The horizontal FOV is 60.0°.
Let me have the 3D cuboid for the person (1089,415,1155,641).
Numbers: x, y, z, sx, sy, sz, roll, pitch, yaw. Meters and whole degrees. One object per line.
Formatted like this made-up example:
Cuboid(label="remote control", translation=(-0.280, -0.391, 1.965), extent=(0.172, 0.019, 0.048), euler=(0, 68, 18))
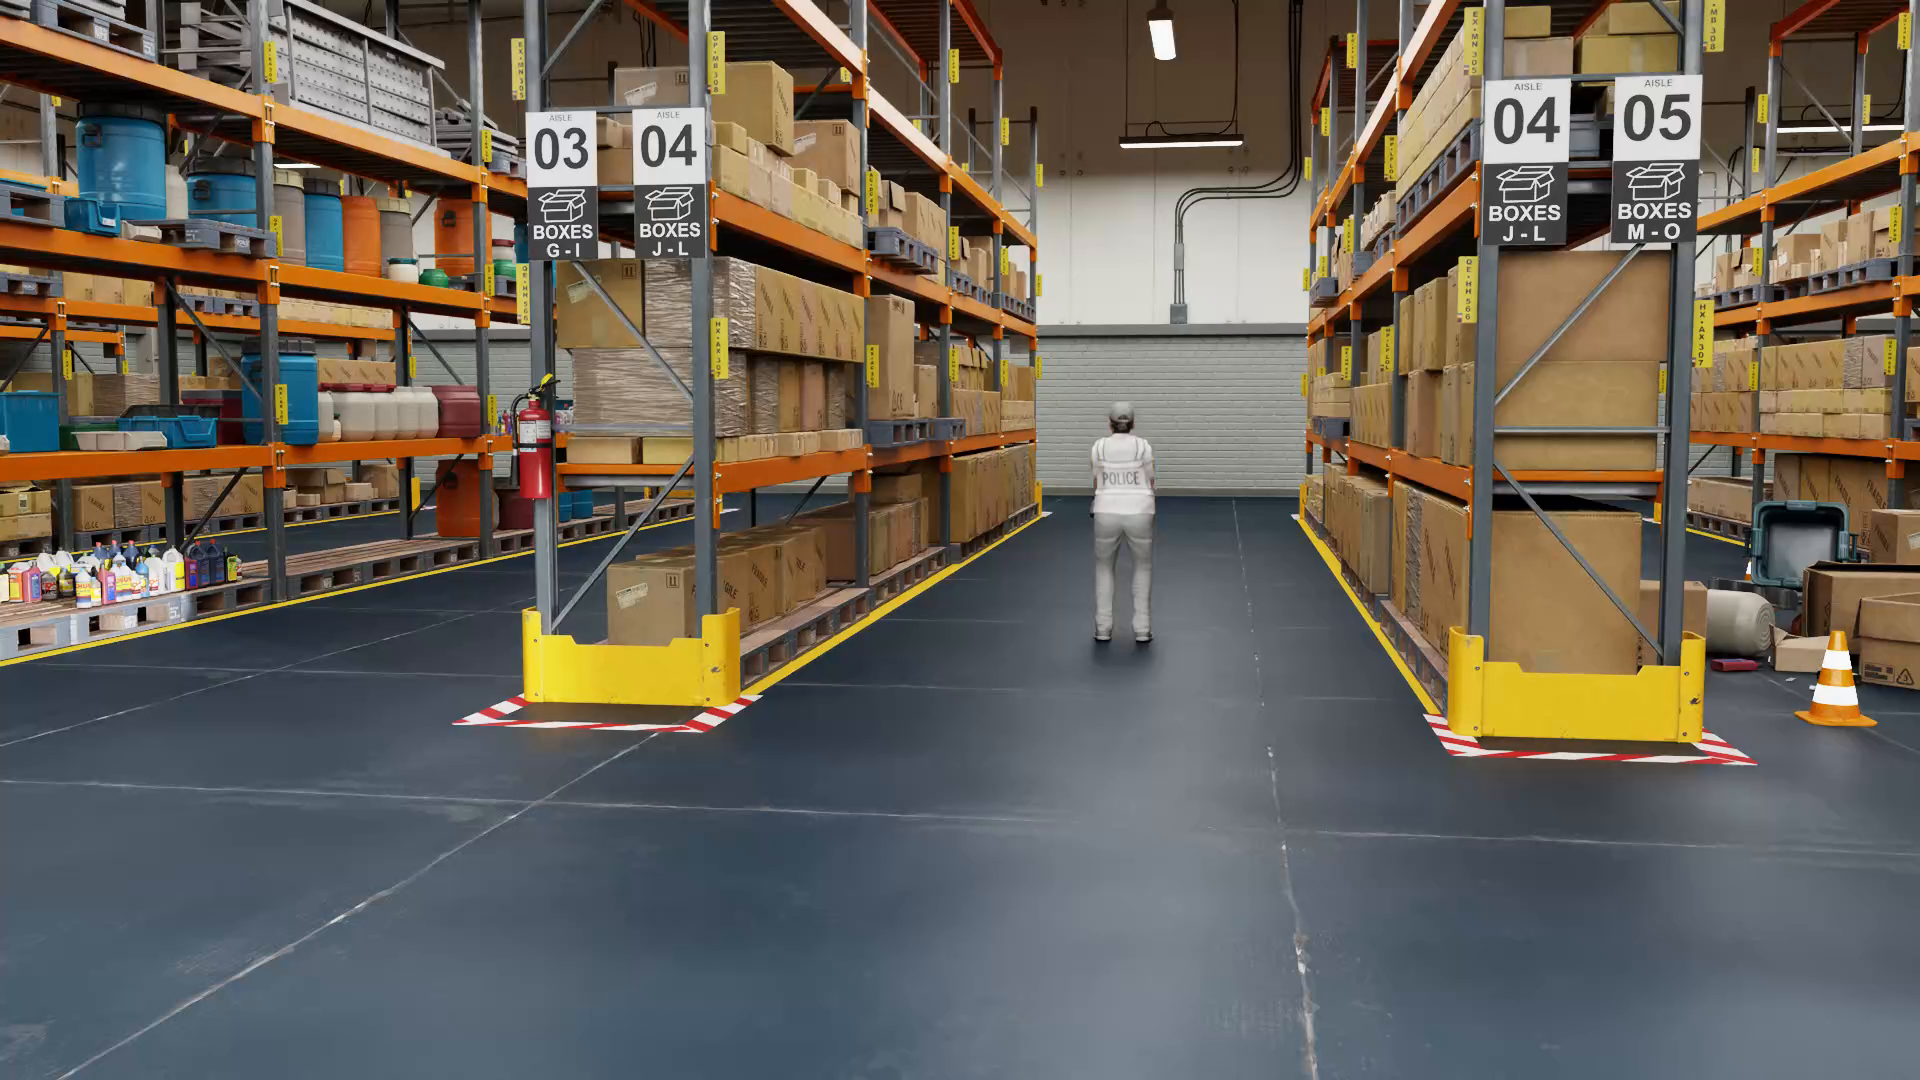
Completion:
Cuboid(label="person", translation=(1.135, -0.123, 11.587), extent=(0.452, 1.645, 0.545), euler=(1, 5, 9))
